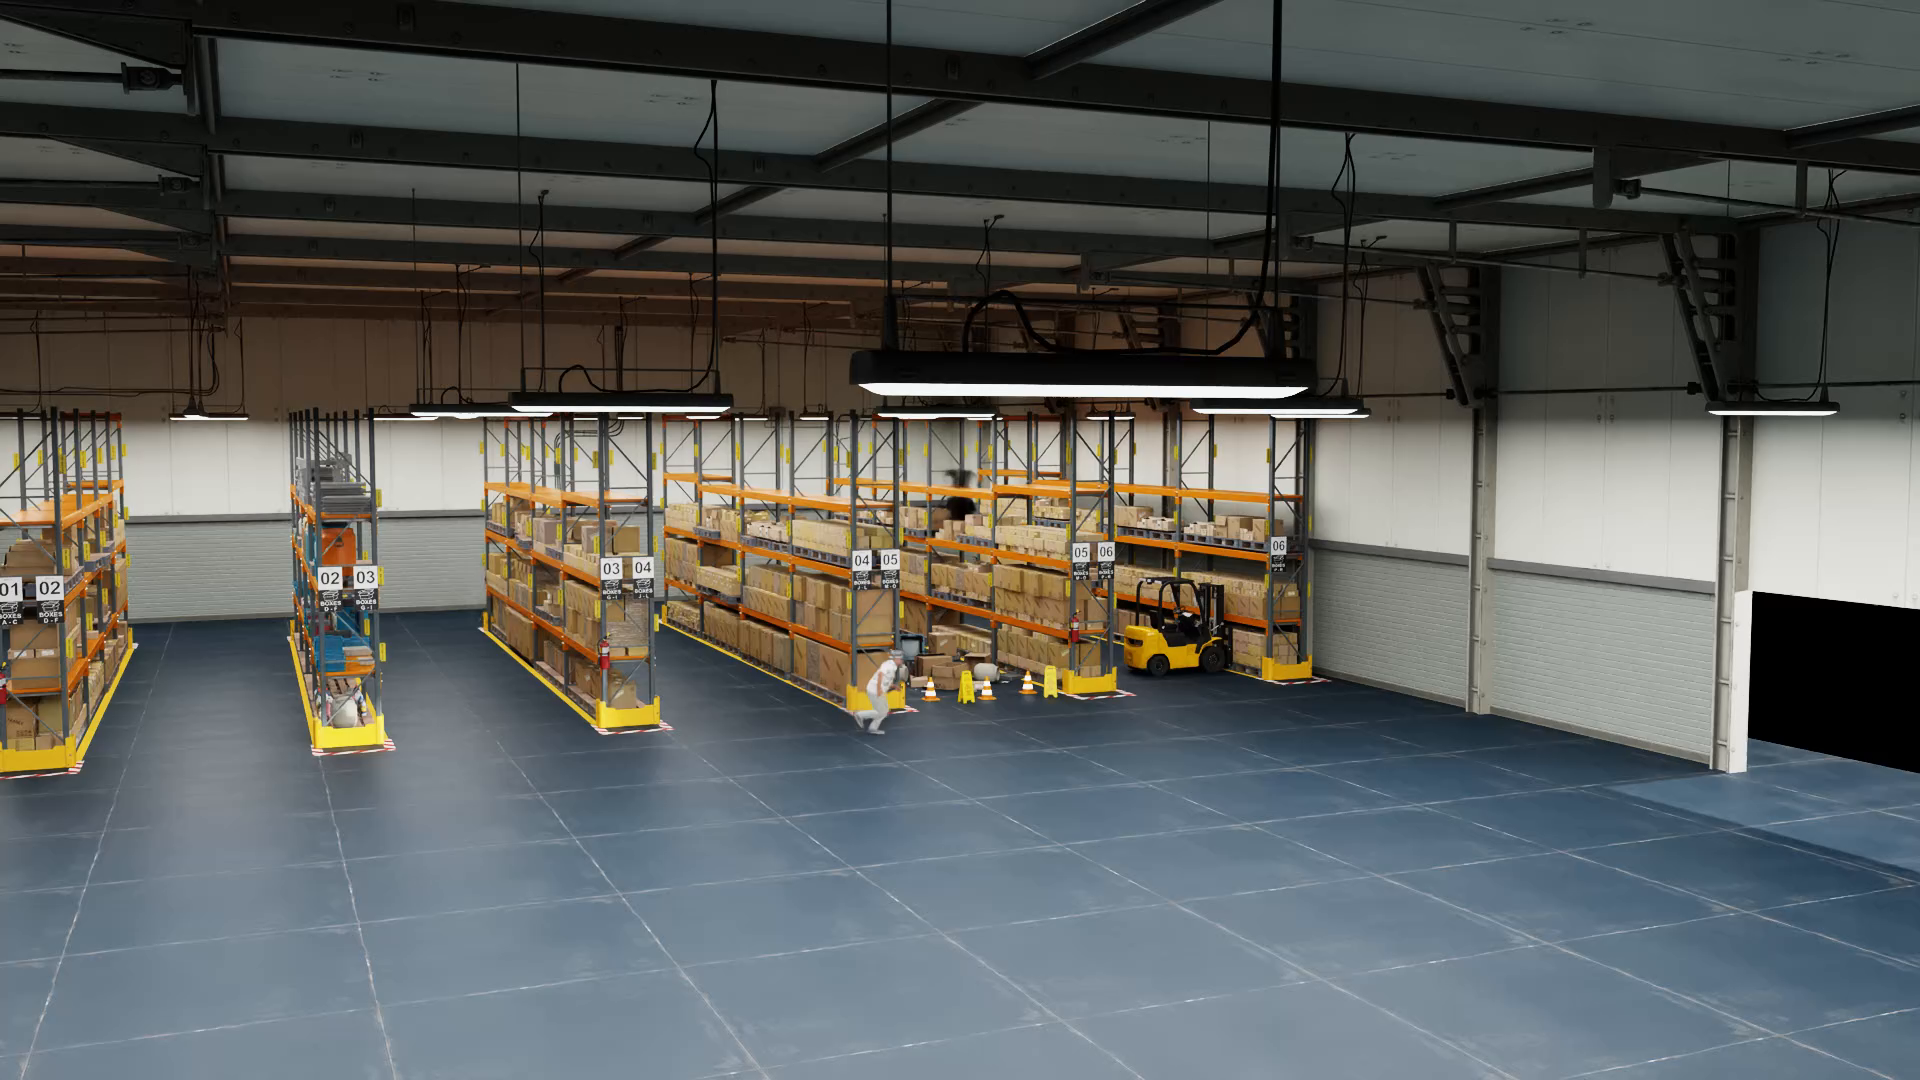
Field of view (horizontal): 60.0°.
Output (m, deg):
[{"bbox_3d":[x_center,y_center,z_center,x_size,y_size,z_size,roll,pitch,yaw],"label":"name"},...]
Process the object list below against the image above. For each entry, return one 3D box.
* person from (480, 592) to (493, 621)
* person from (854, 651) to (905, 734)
[{"bbox_3d":[-13.228,1.536,47.130,0.788,1.845,0.770,-1,4,-20],"label":"person"},{"bbox_3d":[-1.486,2.818,30.574,0.931,1.554,0.682,0,4,2],"label":"person"}]
